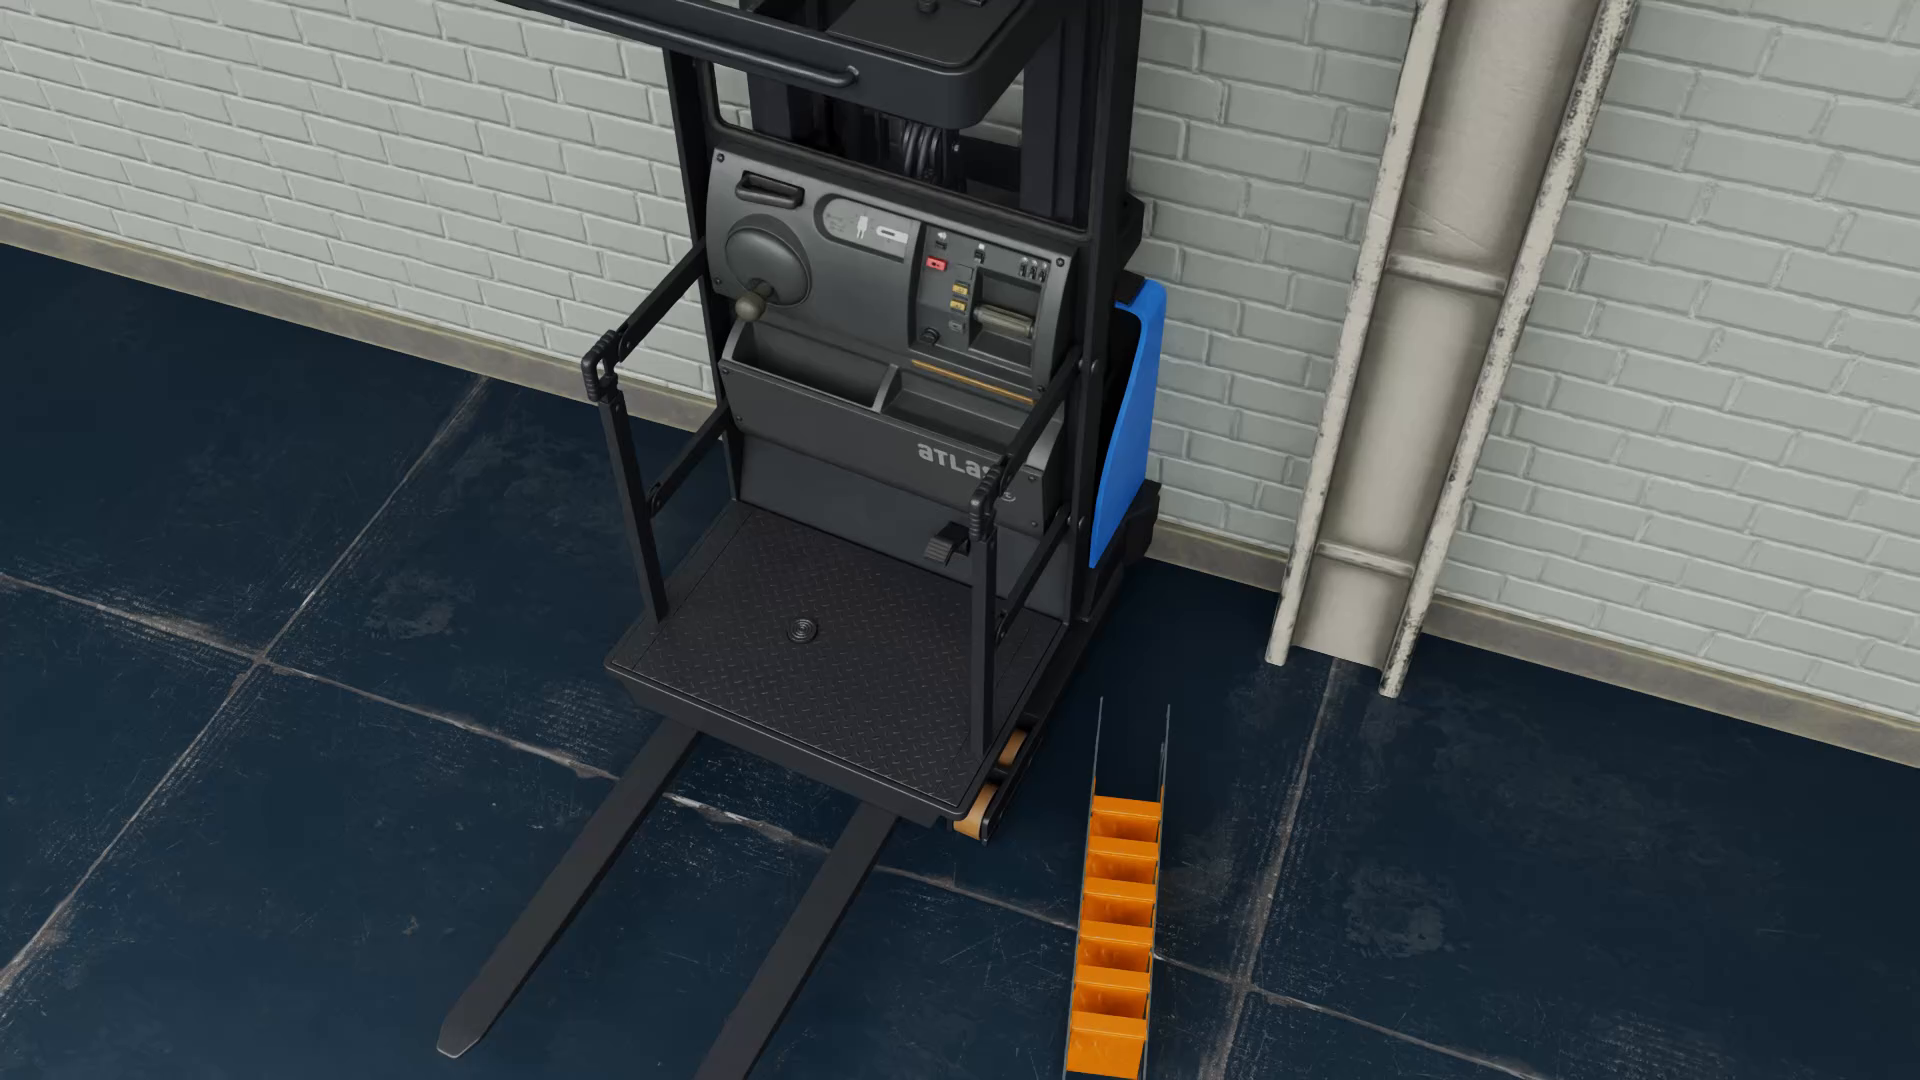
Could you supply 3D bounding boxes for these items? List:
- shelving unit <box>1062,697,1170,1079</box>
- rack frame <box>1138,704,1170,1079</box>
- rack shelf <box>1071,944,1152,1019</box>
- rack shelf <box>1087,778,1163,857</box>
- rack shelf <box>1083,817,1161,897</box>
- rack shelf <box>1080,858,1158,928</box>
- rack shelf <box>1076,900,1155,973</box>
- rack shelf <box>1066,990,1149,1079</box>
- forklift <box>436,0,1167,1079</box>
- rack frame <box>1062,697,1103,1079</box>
[{"bbox_3d":[0.396,0.964,4.220,0.189,0.258,1.200,6,49,5],"label":"shelving unit"},{"bbox_3d":[0.486,0.973,4.212,0.006,0.240,1.200,6,49,5],"label":"rack frame"},{"bbox_3d":[0.369,1.110,4.093,0.180,0.258,0.103,6,49,5],"label":"rack shelf"},{"bbox_3d":[0.434,0.751,4.405,0.180,0.258,0.103,6,49,5],"label":"rack shelf"},{"bbox_3d":[0.418,0.841,4.327,0.180,0.258,0.103,6,49,5],"label":"rack shelf"},{"bbox_3d":[0.402,0.930,4.249,0.180,0.258,0.103,6,49,5],"label":"rack shelf"},{"bbox_3d":[0.385,1.020,4.171,0.180,0.258,0.103,6,49,5],"label":"rack shelf"},{"bbox_3d":[0.353,1.200,4.015,0.180,0.258,0.103,6,49,5],"label":"rack shelf"},{"bbox_3d":[-0.274,-0.534,3.773,1.130,2.935,3.031,20,52,17],"label":"forklift"},{"bbox_3d":[0.305,0.954,4.228,0.006,0.240,1.200,6,49,5],"label":"rack frame"}]
